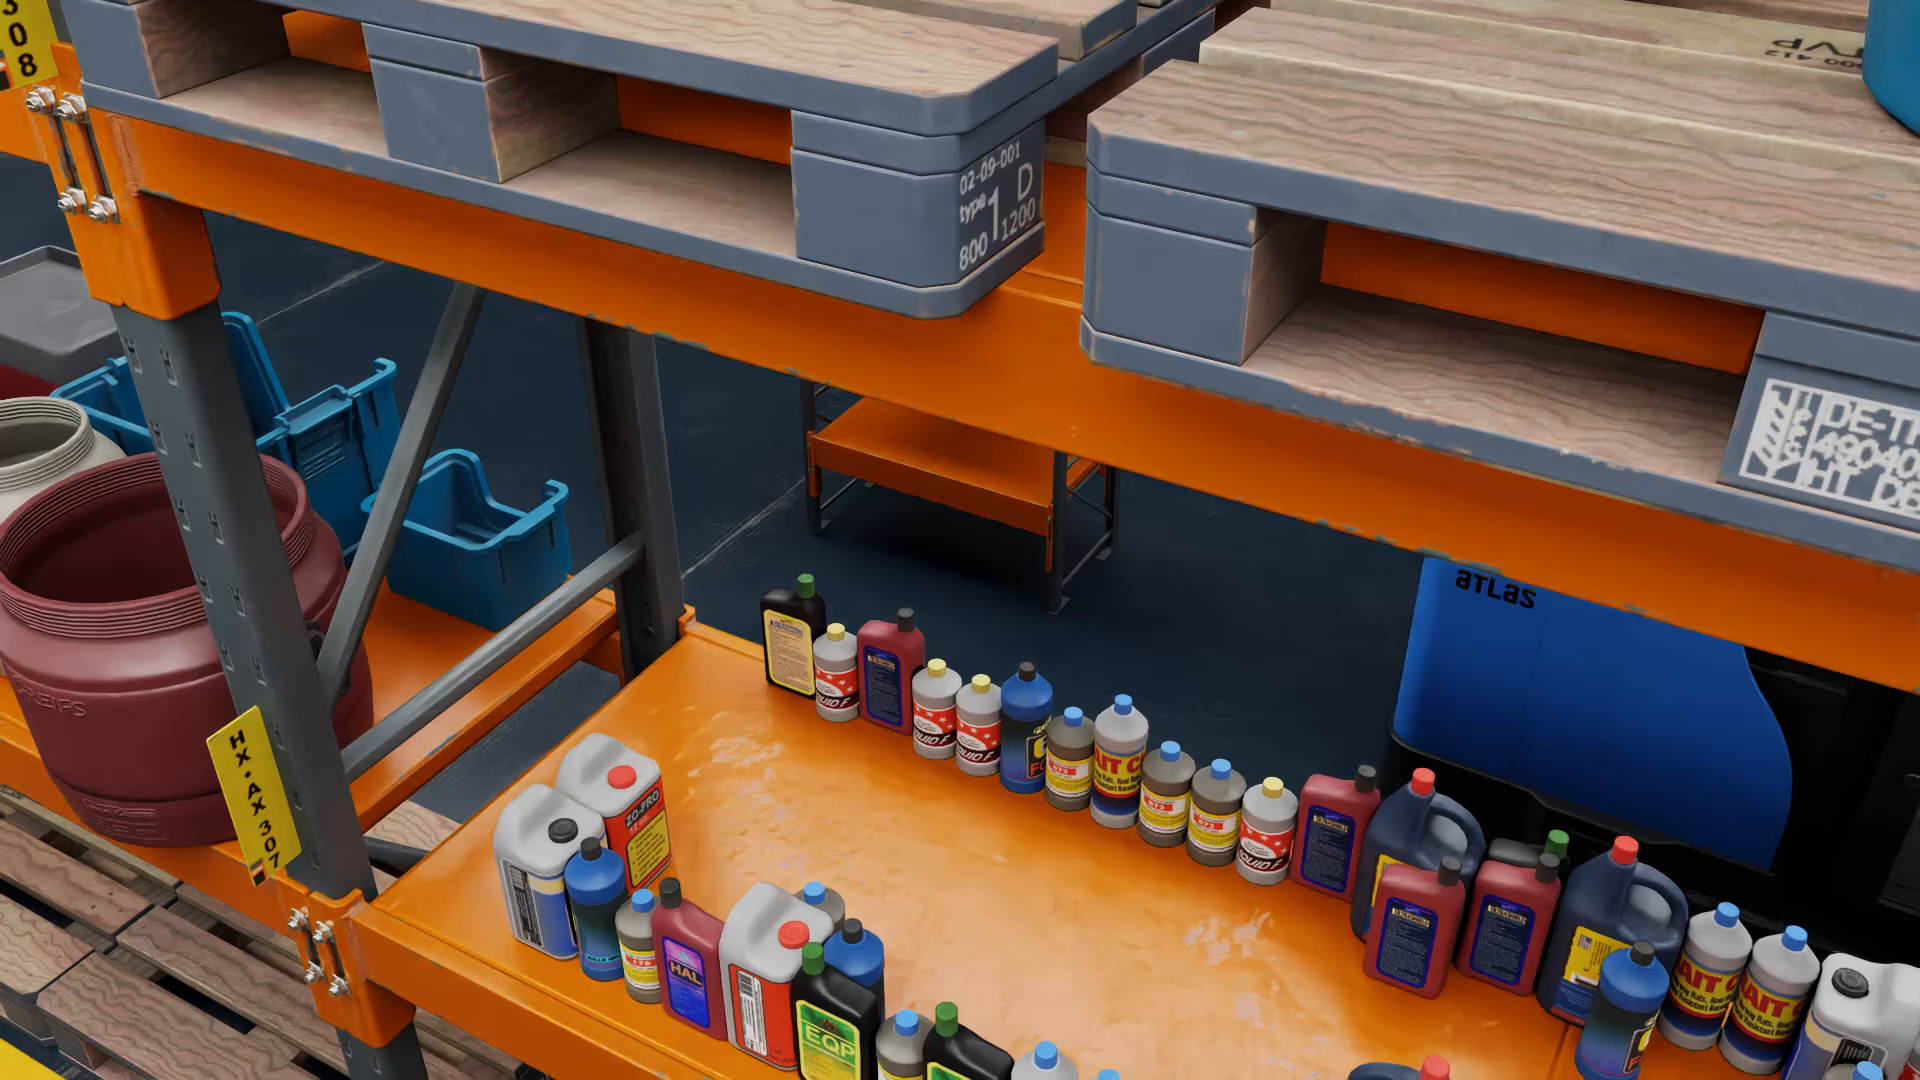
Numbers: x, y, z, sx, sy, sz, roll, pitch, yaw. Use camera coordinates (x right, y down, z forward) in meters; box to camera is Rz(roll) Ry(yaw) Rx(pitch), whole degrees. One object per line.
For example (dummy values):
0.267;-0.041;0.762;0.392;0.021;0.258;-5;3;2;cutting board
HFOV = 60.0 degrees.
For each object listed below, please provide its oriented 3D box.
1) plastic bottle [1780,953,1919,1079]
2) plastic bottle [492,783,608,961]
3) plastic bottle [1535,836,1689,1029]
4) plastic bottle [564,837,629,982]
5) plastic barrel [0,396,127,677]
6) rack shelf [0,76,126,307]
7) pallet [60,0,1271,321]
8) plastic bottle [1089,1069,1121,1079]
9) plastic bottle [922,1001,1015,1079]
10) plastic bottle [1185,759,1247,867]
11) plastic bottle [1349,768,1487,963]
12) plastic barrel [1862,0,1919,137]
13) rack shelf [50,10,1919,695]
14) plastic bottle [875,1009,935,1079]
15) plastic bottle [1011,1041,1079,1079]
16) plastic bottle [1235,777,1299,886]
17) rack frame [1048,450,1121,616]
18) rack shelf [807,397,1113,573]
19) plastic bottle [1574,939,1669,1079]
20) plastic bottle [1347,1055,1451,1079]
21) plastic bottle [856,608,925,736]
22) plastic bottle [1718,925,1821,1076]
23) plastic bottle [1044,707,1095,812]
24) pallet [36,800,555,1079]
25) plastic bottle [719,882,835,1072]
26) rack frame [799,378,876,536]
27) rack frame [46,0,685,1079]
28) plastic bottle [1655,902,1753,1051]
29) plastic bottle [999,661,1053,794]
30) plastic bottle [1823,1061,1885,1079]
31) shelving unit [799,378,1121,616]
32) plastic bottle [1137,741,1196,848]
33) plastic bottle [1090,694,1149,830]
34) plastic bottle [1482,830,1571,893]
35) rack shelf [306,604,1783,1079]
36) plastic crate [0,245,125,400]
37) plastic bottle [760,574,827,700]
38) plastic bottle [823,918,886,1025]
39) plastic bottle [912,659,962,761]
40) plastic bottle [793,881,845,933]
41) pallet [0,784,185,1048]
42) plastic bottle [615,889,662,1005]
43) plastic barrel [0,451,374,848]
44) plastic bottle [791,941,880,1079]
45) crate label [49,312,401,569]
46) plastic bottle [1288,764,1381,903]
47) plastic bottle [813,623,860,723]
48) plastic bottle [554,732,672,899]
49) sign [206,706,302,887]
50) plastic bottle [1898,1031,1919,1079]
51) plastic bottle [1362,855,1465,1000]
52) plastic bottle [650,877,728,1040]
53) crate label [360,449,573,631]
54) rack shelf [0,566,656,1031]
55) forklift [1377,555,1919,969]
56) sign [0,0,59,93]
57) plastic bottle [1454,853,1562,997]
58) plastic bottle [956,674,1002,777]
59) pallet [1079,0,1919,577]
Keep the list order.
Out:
1.356;0.752;2.527;0.135;0.276;0.152;18;37;24;plastic bottle
-0.684;0.555;2.822;0.135;0.276;0.152;18;37;24;plastic bottle
1.050;0.621;2.656;0.185;0.351;0.144;18;37;24;plastic bottle
-0.597;0.602;2.756;0.097;0.271;0.097;0;34;0;plastic bottle
-1.898;0.002;3.439;0.421;0.512;0.421;0;34;0;plastic barrel
-2.635;-1.270;3.394;4.000;0.370;1.077;18;37;24;rack shelf
-0.283;-0.684;2.034;1.213;0.211;1.003;18;37;24;pallet
0.206;0.856;2.374;0.097;0.271;0.097;0;34;0;plastic bottle
0.012;0.802;2.445;0.133;0.283;0.061;18;37;24;plastic bottle
0.463;0.482;2.999;0.097;0.201;0.097;0;34;0;plastic bottle
0.774;0.533;2.787;0.185;0.351;0.144;18;37;24;plastic bottle
1.016;-0.699;1.056;0.708;0.901;0.600;18;37;24;plastic barrel
0.838;-0.170;1.742;4.000;0.370;1.077;18;37;24;rack shelf
-0.079;0.795;2.529;0.097;0.201;0.097;0;34;0;plastic bottle
0.121;0.829;2.414;0.097;0.271;0.097;0;34;0;plastic bottle
0.547;0.509;2.959;0.097;0.201;0.097;0;34;0;plastic bottle
0.447;-0.327;5.726;0.032;1.125;0.500;18;37;24;rack frame
0.006;-0.263;6.071;1.000;0.278;0.538;18;37;24;rack shelf
1.028;0.724;2.572;0.097;0.271;0.097;0;34;0;plastic bottle
0.616;0.841;2.325;0.185;0.351;0.144;18;37;24;plastic bottle
-0.136;0.247;3.278;0.133;0.283;0.061;18;37;24;plastic bottle
1.269;0.708;2.596;0.097;0.271;0.097;0;34;0;plastic bottle
0.209;0.402;3.120;0.097;0.201;0.097;0;34;0;plastic bottle
-1.552;1.158;4.321;1.213;0.211;1.003;18;37;24;pallet
-0.282;0.682;2.631;0.135;0.276;0.152;18;37;24;plastic bottle
-0.435;-0.606;6.145;0.032;1.125;0.500;18;37;24;rack frame
-0.899;0.229;3.200;0.127;3.000;1.000;18;37;24;rack frame
1.184;0.682;2.636;0.097;0.271;0.097;0;34;0;plastic bottle
0.124;0.346;3.140;0.097;0.271;0.097;0;34;0;plastic bottle
1.310;0.848;2.450;0.097;0.201;0.097;0;34;0;plastic bottle
0.006;-0.466;5.935;1.048;1.125;0.538;18;37;24;shelving unit
0.378;0.455;3.039;0.097;0.201;0.097;0;34;0;plastic bottle
0.294;0.399;3.060;0.097;0.271;0.097;0;34;0;plastic bottle
0.933;0.585;2.770;0.133;0.283;0.061;18;37;24;plastic bottle
0.838;1.078;2.573;4.000;0.370;1.077;18;37;24;rack shelf
-2.150;-0.389;4.071;0.583;0.464;0.402;18;37;24;plastic crate
-0.336;0.183;3.374;0.133;0.283;0.061;18;37;24;plastic bottle
-0.165;0.700;2.609;0.097;0.271;0.097;0;34;0;plastic bottle
-0.045;0.322;3.240;0.097;0.201;0.097;0;34;0;plastic bottle
-0.236;0.648;2.749;0.097;0.201;0.097;0;34;0;plastic bottle
-2.607;0.822;4.826;1.213;0.211;1.003;18;37;24;pallet
-0.512;0.658;2.735;0.097;0.201;0.097;0;34;0;plastic bottle
-1.452;0.190;3.135;0.708;0.536;0.600;18;37;24;plastic barrel
-0.188;0.738;2.541;0.133;0.283;0.061;18;37;24;plastic bottle
-1.627;-0.189;3.796;0.616;0.435;0.502;18;37;24;crate label
0.656;0.498;2.902;0.133;0.283;0.061;18;37;24;plastic bottle
-0.245;0.258;3.335;0.097;0.201;0.097;0;34;0;plastic bottle
-0.608;0.482;2.932;0.135;0.276;0.152;18;37;24;plastic bottle
-1.166;0.428;2.754;0.005;0.325;0.100;18;37;24;sign
1.470;0.801;2.520;0.097;0.201;0.097;0;34;0;plastic bottle
0.745;0.618;2.721;0.133;0.283;0.061;18;37;24;plastic bottle
-0.421;0.664;2.651;0.133;0.283;0.061;18;37;24;plastic bottle
-1.079;0.002;3.691;0.416;0.233;0.303;18;37;24;crate label
-2.635;-0.022;4.225;4.000;0.370;1.077;18;37;24;rack shelf
2.782;-0.203;3.911;3.031;2.935;1.130;18;38;25;forklift
-1.166;-0.709;1.997;0.005;0.325;0.100;18;37;24;sign
0.902;0.615;2.726;0.133;0.283;0.061;18;37;24;plastic bottle
0.040;0.348;3.200;0.097;0.201;0.097;0;34;0;plastic bottle
0.859;-0.320;1.488;1.213;0.211;1.003;18;37;24;pallet
